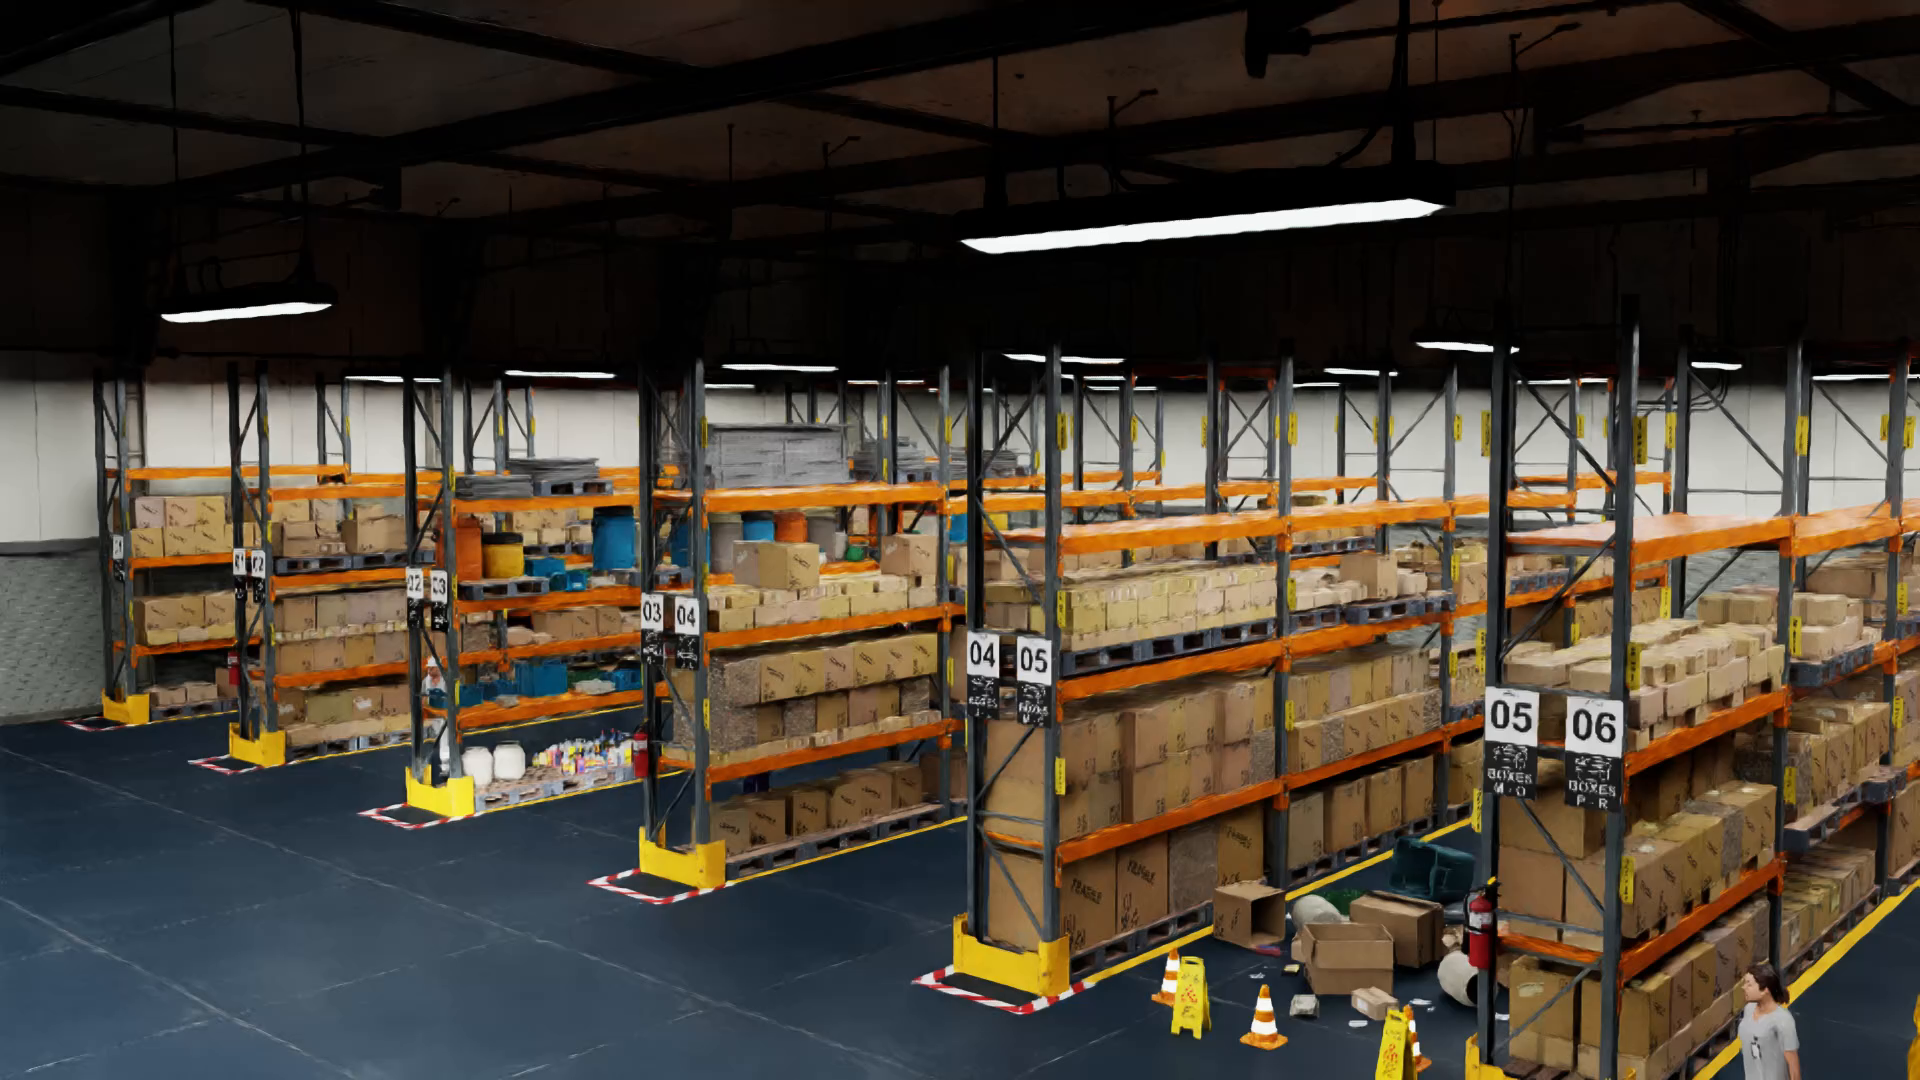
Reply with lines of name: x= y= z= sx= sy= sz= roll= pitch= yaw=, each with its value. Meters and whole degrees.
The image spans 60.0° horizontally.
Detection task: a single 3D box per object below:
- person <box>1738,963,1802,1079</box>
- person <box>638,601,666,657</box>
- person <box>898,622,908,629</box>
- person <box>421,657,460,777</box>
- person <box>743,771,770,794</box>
person: x=5.300 y=3.552 z=10.712 sx=0.534 sy=1.657 sz=0.515 roll=-1 pitch=4 yaw=-13
person: x=-6.070 y=1.908 z=32.671 sx=0.575 sy=1.689 sz=1.128 roll=3 pitch=5 yaw=39
person: x=-1.098 y=2.067 z=30.534 sx=0.542 sy=1.672 sz=1.126 roll=4 pitch=6 yaw=44
person: x=-7.487 y=2.524 z=24.088 sx=0.686 sy=1.716 sz=0.838 roll=2 pitch=5 yaw=26
person: x=-2.636 y=2.723 z=21.907 sx=0.426 sy=1.651 sz=0.534 roll=1 pitch=4 yaw=10
